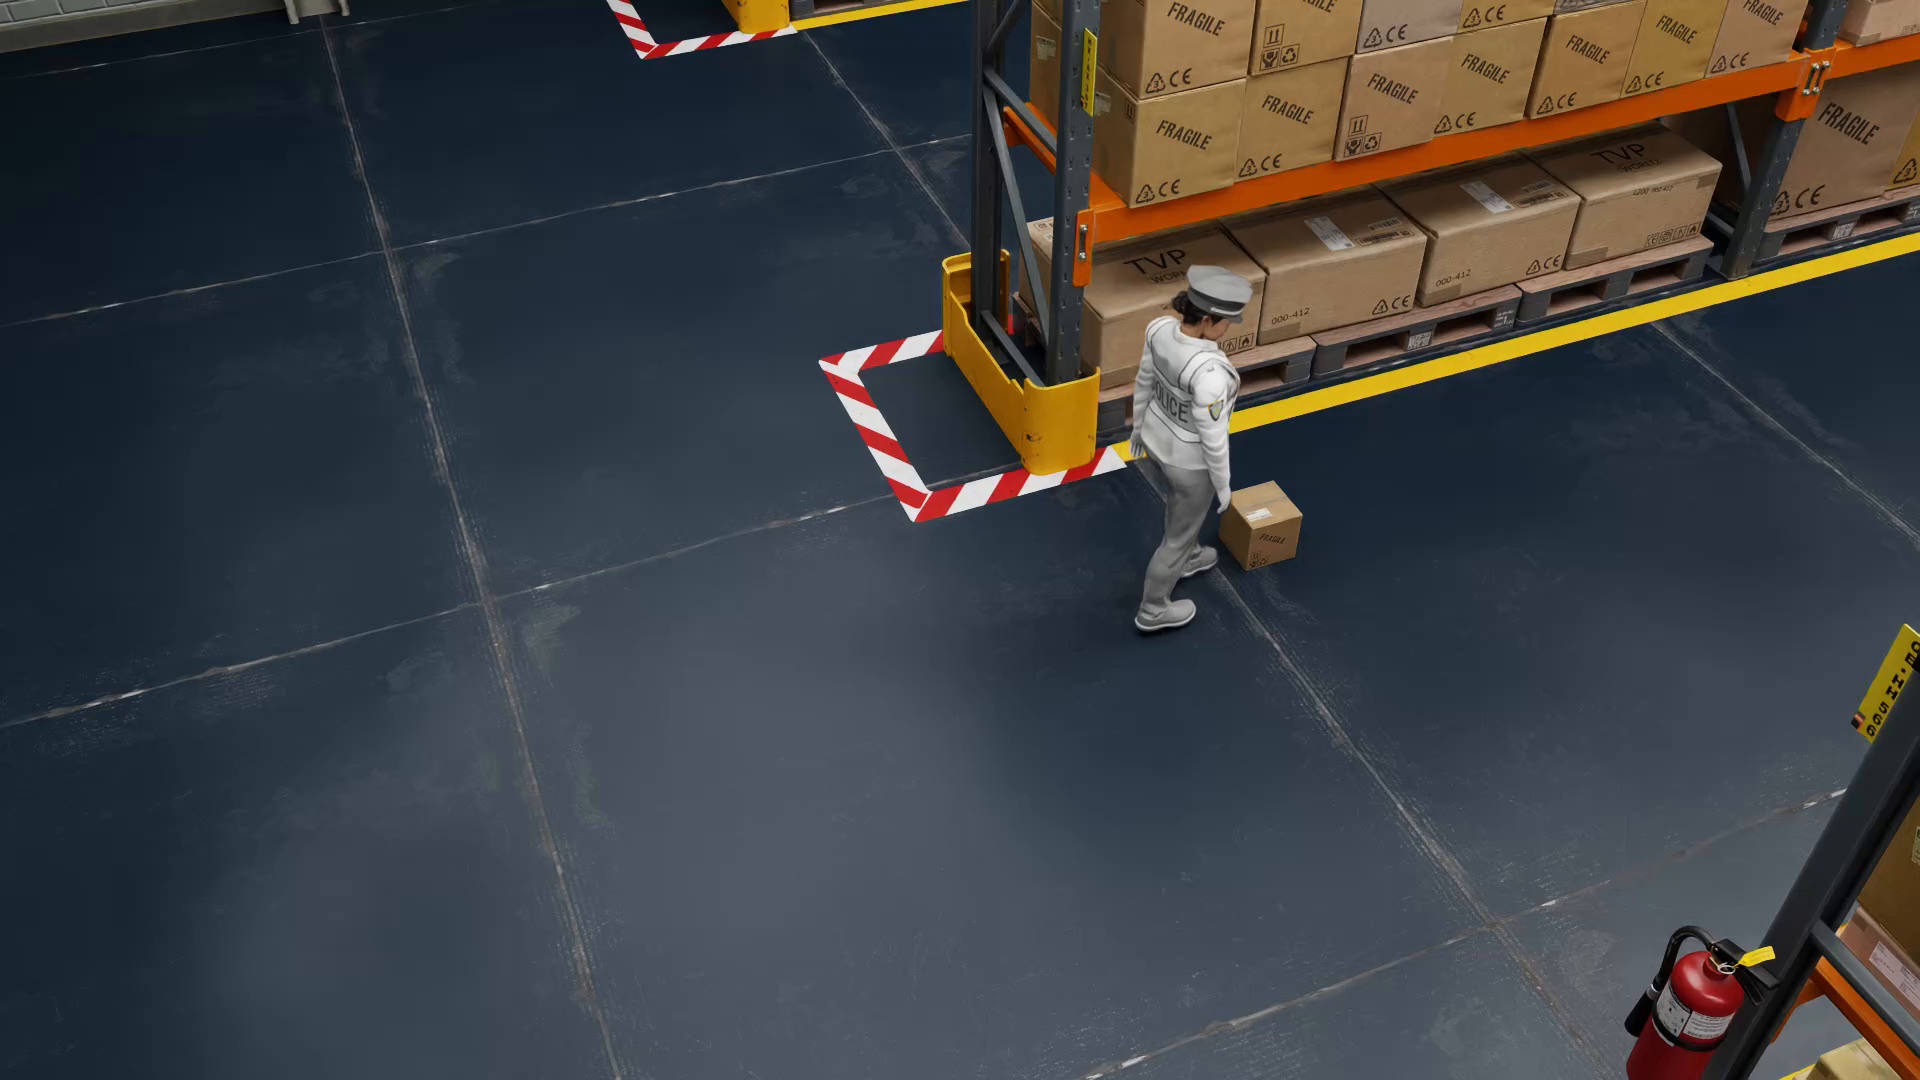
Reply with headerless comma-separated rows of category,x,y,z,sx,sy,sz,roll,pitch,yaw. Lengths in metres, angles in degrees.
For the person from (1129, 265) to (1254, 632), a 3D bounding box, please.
person,0.962,-0.347,6.532,0.572,1.680,0.523,-18,45,-19
